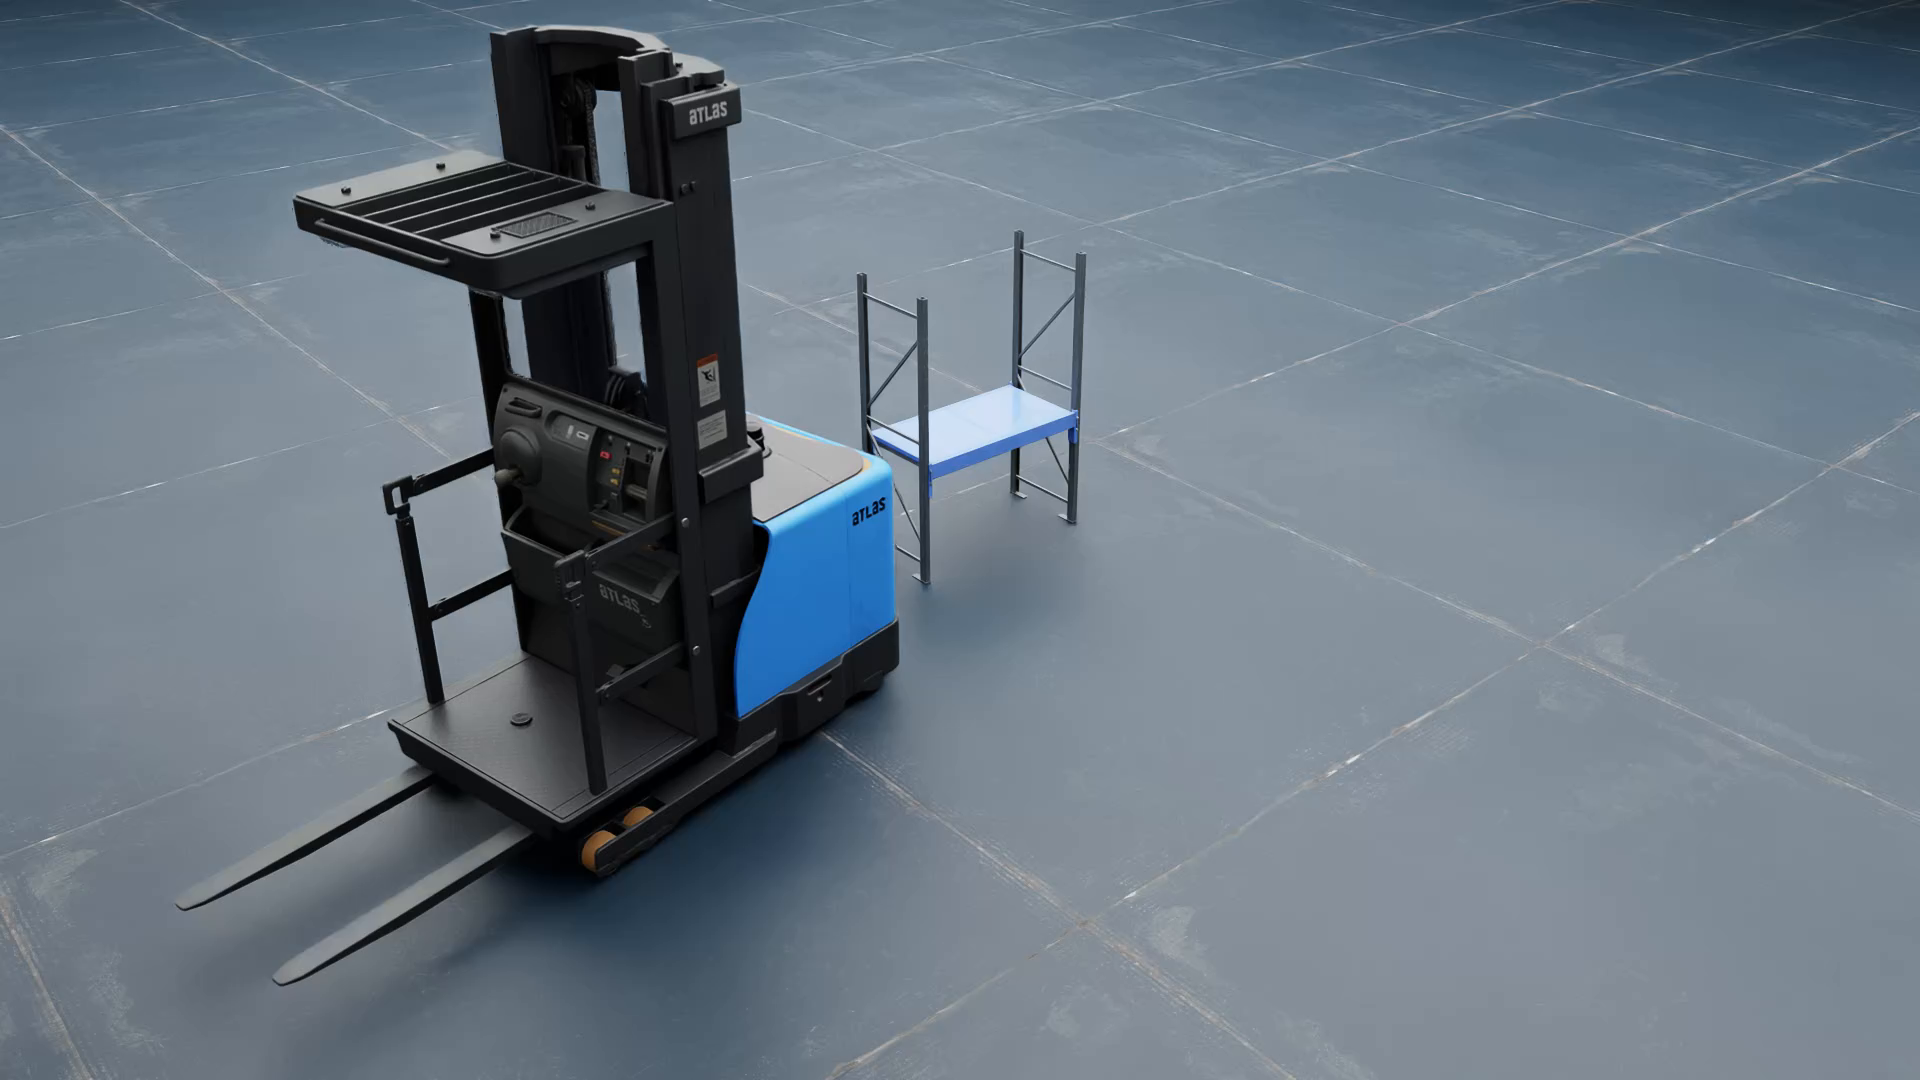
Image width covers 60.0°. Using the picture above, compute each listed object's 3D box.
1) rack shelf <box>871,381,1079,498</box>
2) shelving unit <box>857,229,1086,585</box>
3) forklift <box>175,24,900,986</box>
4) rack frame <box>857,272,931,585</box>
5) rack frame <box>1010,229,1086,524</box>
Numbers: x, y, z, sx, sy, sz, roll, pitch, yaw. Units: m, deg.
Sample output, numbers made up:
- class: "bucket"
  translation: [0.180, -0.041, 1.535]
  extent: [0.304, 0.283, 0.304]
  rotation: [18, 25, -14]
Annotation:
- class: "rack shelf"
  translation: [0.065, -0.529, 8.530]
  extent: [1.000, 0.185, 0.538]
  rotation: [-22, 35, -35]
- class: "shelving unit"
  translation: [0.065, -0.688, 8.445]
  extent: [1.048, 1.500, 0.538]
  rotation: [-22, 35, -35]
- class: "forklift"
  translation: [-1.579, -0.276, 6.158]
  extent: [1.130, 2.935, 3.031]
  rotation: [20, 34, 33]
- class: "rack frame"
  translation: [-0.322, -0.532, 8.154]
  extent: [0.032, 1.500, 0.500]
  rotation: [-22, 35, -35]
- class: "rack frame"
  translation: [0.452, -0.843, 8.736]
  extent: [0.032, 1.500, 0.500]
  rotation: [-22, 35, -35]
